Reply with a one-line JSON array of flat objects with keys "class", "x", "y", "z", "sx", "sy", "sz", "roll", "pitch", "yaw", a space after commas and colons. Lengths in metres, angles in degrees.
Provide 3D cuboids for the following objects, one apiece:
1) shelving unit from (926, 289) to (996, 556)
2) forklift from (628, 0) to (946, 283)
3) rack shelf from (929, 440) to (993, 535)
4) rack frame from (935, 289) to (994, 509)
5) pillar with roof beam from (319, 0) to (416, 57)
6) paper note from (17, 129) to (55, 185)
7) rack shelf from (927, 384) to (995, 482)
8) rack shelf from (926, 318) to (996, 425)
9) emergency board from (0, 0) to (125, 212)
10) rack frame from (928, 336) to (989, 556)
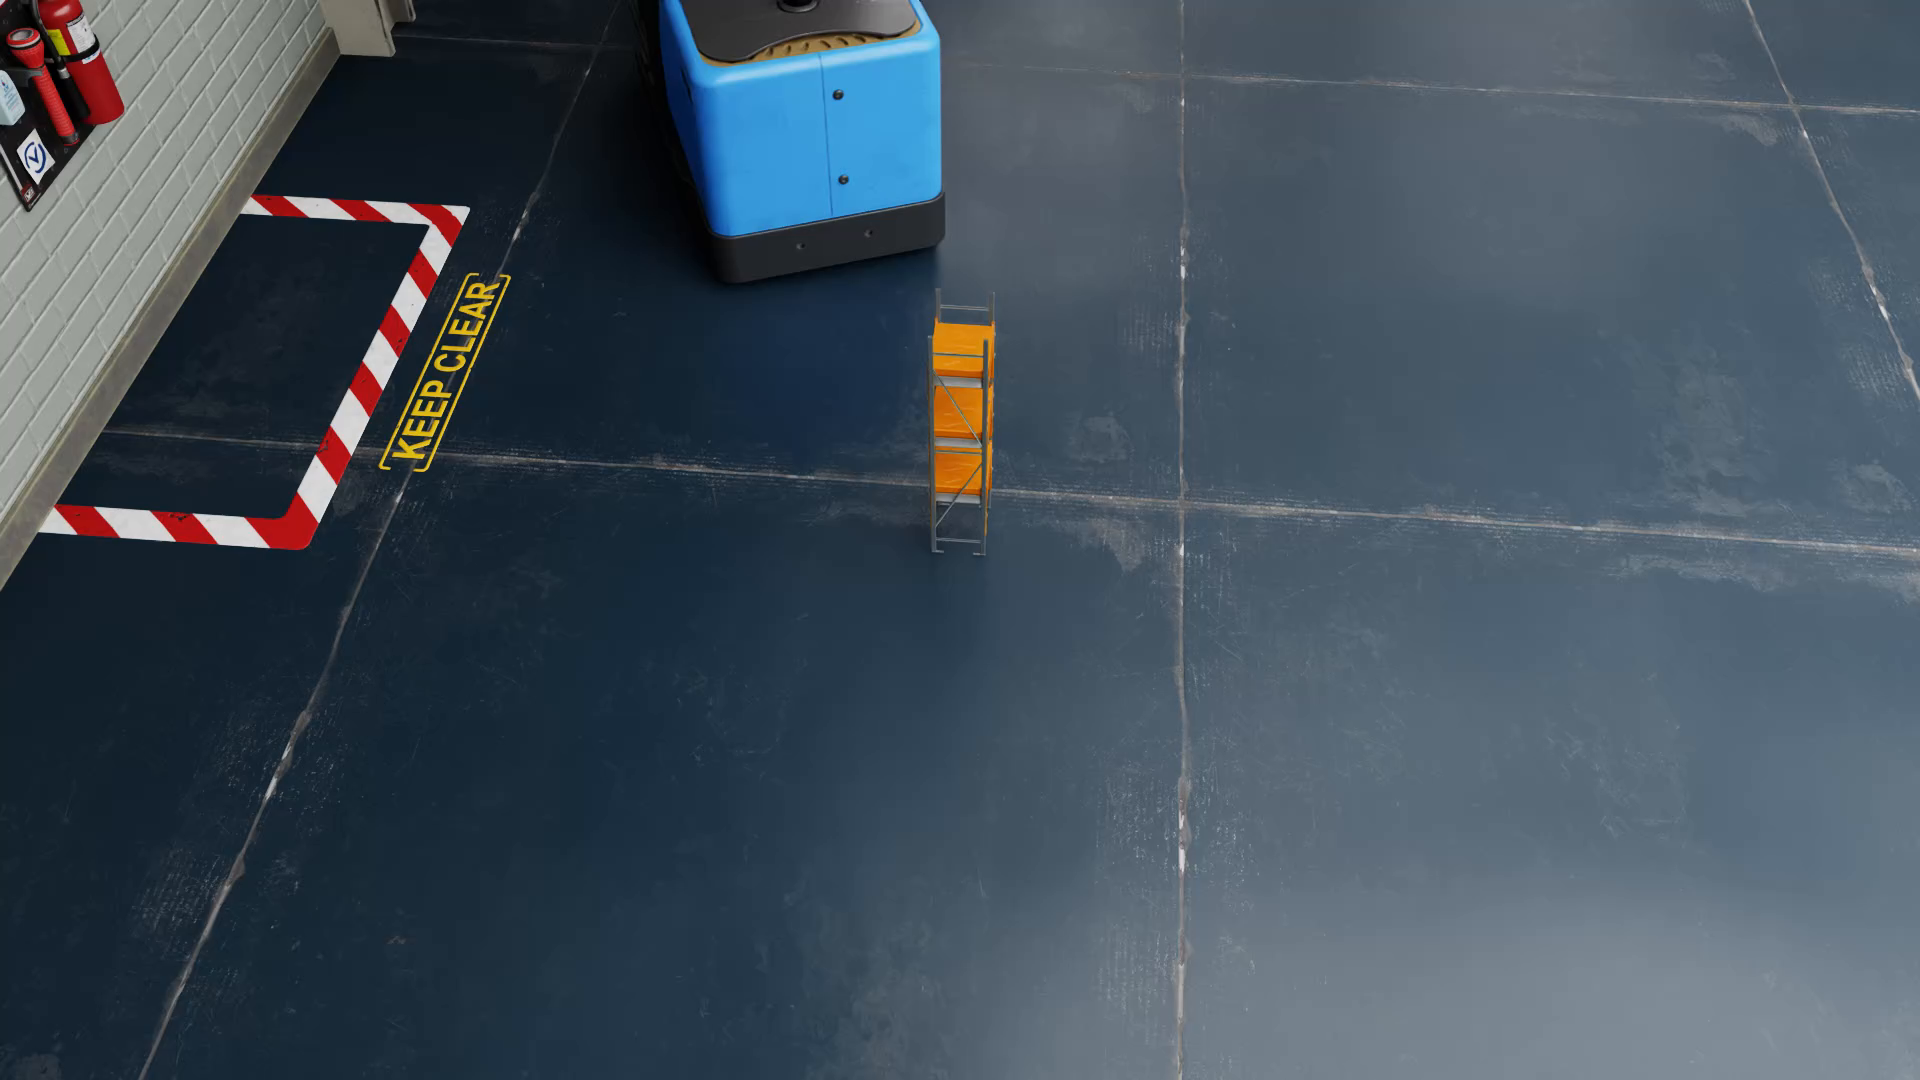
[{"class": "shelving unit", "x": 0.005, "y": -0.394, "z": 5.899, "sx": 0.215, "sy": 1.050, "sz": 0.252, "roll": 4, "pitch": 48, "yaw": 4}, {"class": "forklift", "x": -0.985, "y": -3.208, "z": 7.198, "sx": 1.130, "sy": 2.935, "sz": 3.031, "roll": -13, "pitch": 49, "yaw": -11}, {"class": "rack shelf", "x": 0.005, "y": -0.199, "z": 6.111, "sx": 0.215, "sy": 0.259, "sz": 0.240, "roll": 4, "pitch": 48, "yaw": 4}, {"class": "rack frame", "x": 0.016, "y": -0.483, "z": 5.981, "sx": 0.200, "sy": 1.050, "sz": 0.008, "roll": 4, "pitch": 48, "yaw": 4}, {"class": "pillar with roof beam", "x": 1.246, "y": -5.379, "z": 5.071, "sx": 9.100, "sy": 9.000, "sz": 0.400, "roll": 4, "pitch": 48, "yaw": 4}, {"class": "paper note", "x": -3.390, "y": -1.408, "z": 6.102, "sx": 0.016, "sy": 0.148, "sz": 0.142, "roll": 4, "pitch": 48, "yaw": 4}, {"class": "rack shelf", "x": 0.005, "y": -0.386, "z": 5.906, "sx": 0.215, "sy": 0.259, "sz": 0.240, "roll": 4, "pitch": 48, "yaw": 4}, {"class": "rack shelf", "x": 0.005, "y": -0.578, "z": 5.697, "sx": 0.215, "sy": 0.259, "sz": 0.240, "roll": 4, "pitch": 48, "yaw": 4}, {"class": "emergency board", "x": -3.305, "y": -1.830, "z": 5.891, "sx": 0.194, "sy": 1.169, "sz": 0.643, "roll": 4, "pitch": 48, "yaw": 4}, {"class": "rack frame", "x": -0.006, "y": -0.304, "z": 5.817, "sx": 0.200, "sy": 1.050, "sz": 0.008, "roll": 4, "pitch": 48, "yaw": 4}]
